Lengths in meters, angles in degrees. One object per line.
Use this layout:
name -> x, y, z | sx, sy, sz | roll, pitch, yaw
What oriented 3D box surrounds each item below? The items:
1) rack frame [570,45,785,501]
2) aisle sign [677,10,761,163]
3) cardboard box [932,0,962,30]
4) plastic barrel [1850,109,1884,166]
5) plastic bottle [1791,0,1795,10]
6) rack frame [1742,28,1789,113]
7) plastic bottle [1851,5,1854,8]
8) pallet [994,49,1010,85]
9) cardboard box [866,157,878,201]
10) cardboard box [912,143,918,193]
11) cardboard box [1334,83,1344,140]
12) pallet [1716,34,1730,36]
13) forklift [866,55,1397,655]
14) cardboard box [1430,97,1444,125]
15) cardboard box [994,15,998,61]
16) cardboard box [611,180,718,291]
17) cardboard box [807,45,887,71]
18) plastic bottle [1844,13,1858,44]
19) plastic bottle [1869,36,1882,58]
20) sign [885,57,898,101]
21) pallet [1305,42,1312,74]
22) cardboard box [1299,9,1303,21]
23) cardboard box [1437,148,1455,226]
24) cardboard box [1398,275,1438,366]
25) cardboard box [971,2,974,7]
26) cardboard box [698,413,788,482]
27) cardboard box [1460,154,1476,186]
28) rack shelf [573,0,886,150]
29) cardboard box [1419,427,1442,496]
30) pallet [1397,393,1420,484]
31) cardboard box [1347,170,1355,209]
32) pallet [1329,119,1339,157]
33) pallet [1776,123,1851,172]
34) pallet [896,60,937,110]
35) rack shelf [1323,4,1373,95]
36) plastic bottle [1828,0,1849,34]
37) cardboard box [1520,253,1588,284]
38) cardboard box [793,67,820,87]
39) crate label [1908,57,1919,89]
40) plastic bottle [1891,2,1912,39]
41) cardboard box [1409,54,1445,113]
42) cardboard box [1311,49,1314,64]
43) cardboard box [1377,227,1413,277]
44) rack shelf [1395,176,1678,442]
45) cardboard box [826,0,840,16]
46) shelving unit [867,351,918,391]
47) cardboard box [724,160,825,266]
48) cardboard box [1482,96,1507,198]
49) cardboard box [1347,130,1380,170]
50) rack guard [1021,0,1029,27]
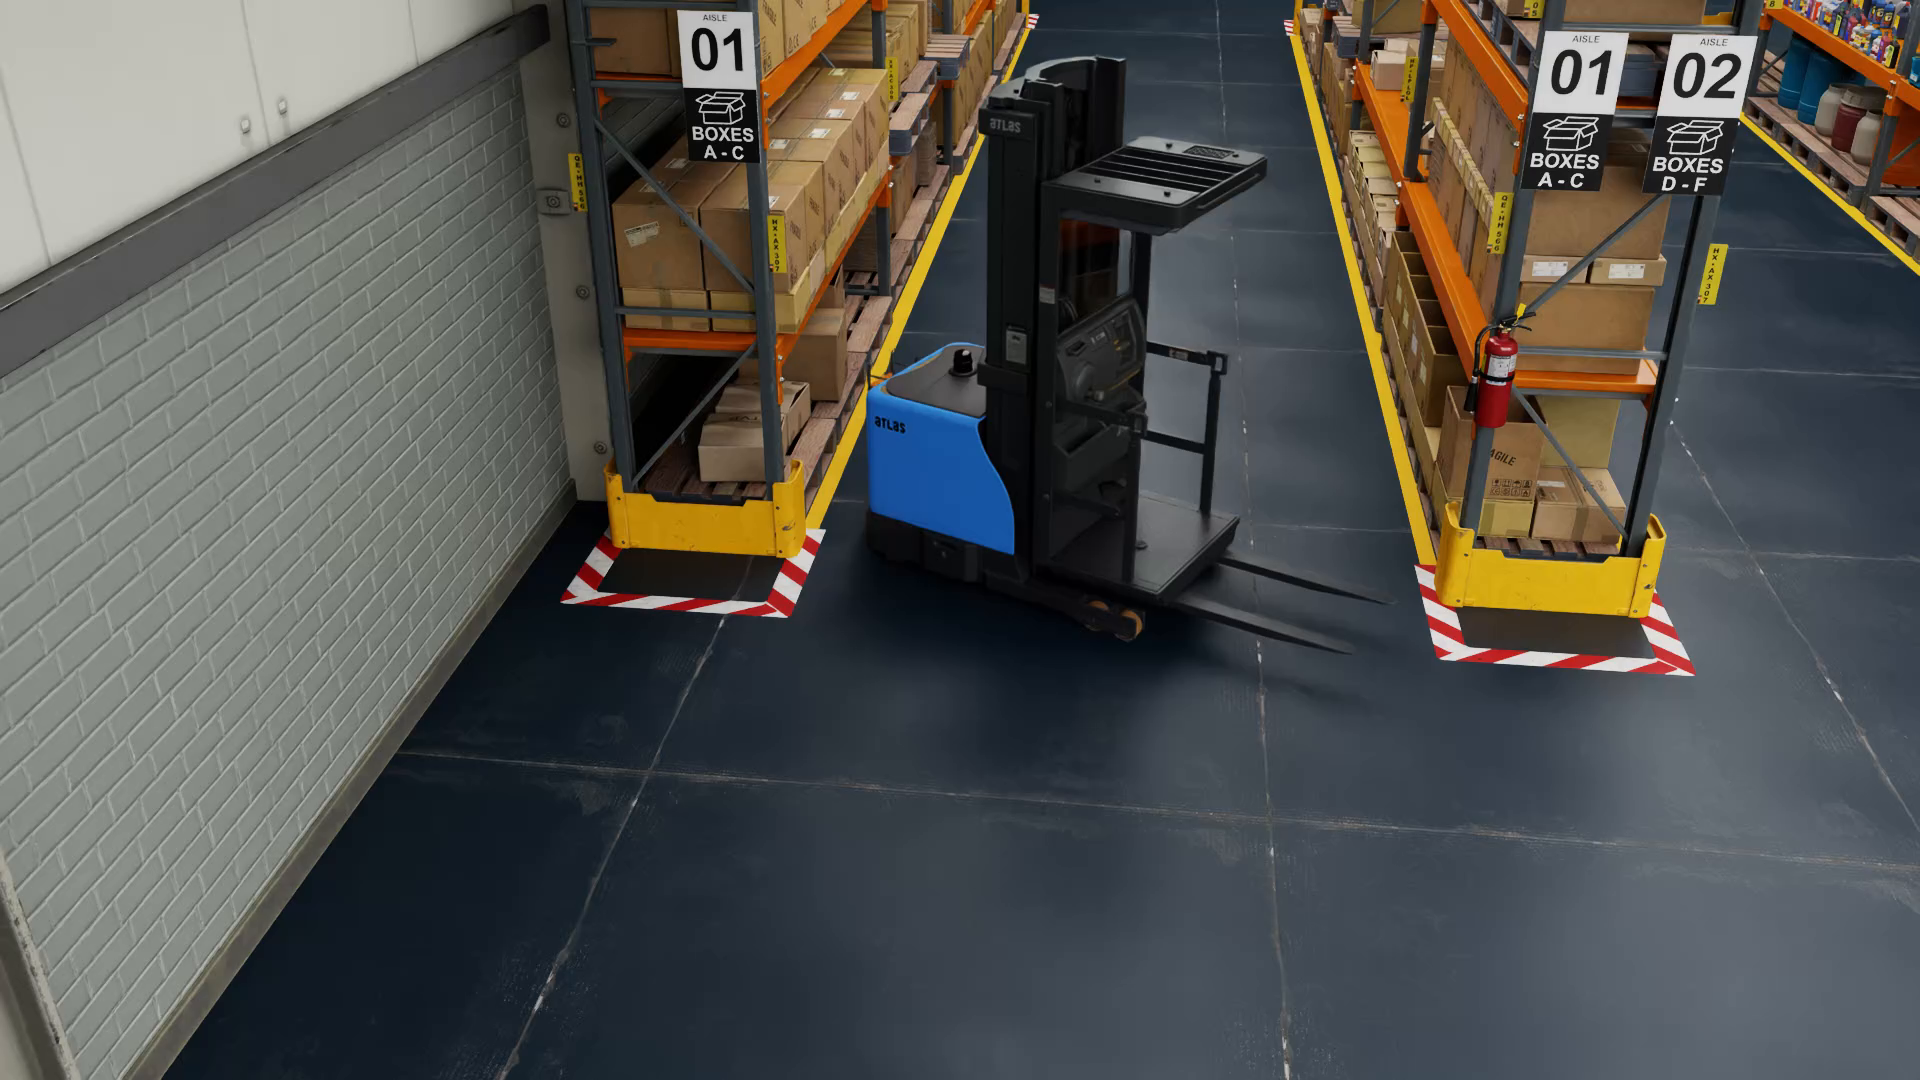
rack frame -> -1.555, -1.288, 9.478 | 1.000, 3.000, 0.127 | 3, 28, 6
aisle sign -> -1.266, -2.381, 8.766 | 0.394, 0.787, 0.004 | 3, 28, 6
cardboard box -> -0.261, -5.451, 16.766 | 0.500, 0.500, 0.500 | 4, 29, 8
plastic barrel -> 9.281, -4.070, 16.822 | 0.421, 0.512, 0.421 | 0, 28, 0
plastic bottle -> 9.255, -5.992, 18.346 | 0.097, 0.271, 0.097 | 0, 28, 0
rack frame -> 9.748, -6.361, 18.894 | 1.000, 3.000, 0.127 | 3, 28, 6
plastic bottle -> 9.249, -5.410, 17.265 | 0.097, 0.271, 0.097 | 0, 28, 0
pallet -> 0.086, -6.062, 21.280 | 1.003, 0.211, 1.213 | 3, 28, 6
cardboard box -> -0.892, -2.639, 12.123 | 0.500, 0.250, 0.500 | 3, 29, 6
cardboard box -> -0.790, -3.569, 15.884 | 0.700, 0.500, 0.500 | 3, 28, 6
cardboard box -> 4.287, -4.558, 17.720 | 0.500, 0.500, 0.500 | 2, 28, 4
pallet -> 10.098, -6.630, 22.334 | 1.003, 0.211, 1.213 | 3, 28, 6
forklift -> 0.956, -1.020, 9.052 | 3.031, 2.935, 1.130 | 17, 33, 28
cardboard box -> 3.627, -3.099, 12.050 | 0.380, 0.149, 0.250 | 3, 28, 6
cardboard box -> 0.108, -6.367, 21.098 | 0.700, 0.500, 0.500 | 4, 29, 7
cardboard box -> -1.708, -1.795, 9.766 | 0.500, 0.500, 0.500 | 3, 28, 6
cardboard box -> -0.969, -3.646, 13.286 | 0.700, 0.500, 0.500 | 3, 29, 6
plastic bottle -> 9.024, -5.180, 16.825 | 0.061, 0.283, 0.133 | 3, 28, 6
plastic bottle -> 8.956, -4.813, 16.231 | 0.097, 0.201, 0.097 | 0, 28, 0
sign -> -0.526, -3.524, 12.716 | 0.100, 0.325, 0.005 | 3, 28, 6
pallet -> 5.064, -6.322, 21.762 | 1.003, 0.211, 1.213 | 3, 28, 6
cardboard box -> 4.930, -7.295, 23.170 | 0.380, 0.149, 0.250 | 3, 28, 6
cardboard box -> 3.745, -2.471, 11.568 | 0.700, 0.500, 0.500 | 3, 28, 6
cardboard box -> 3.362, -1.518, 11.571 | 0.500, 0.500, 0.500 | 3, 28, 6
cardboard box -> -0.045, -6.064, 18.586 | 0.380, 0.149, 0.250 | 3, 28, 5
cardboard box -> -1.381, -0.618, 10.606 | 0.500, 0.311, 0.500 | 0, 28, 0
cardboard box -> 3.440, -2.370, 10.696 | 0.380, 0.149, 0.250 | 3, 28, 6
rack shelf -> -1.310, -3.233, 10.685 | 1.077, 0.370, 4.000 | 3, 28, 6
cardboard box -> 3.183, -0.482, 10.438 | 0.500, 0.250, 0.500 | 3, 28, 6
pallet -> 3.566, -0.709, 11.344 | 1.003, 0.211, 1.213 | 3, 28, 6
cardboard box -> 3.925, -3.276, 15.624 | 0.500, 0.250, 0.500 | 3, 28, 5
pallet -> 4.623, -4.462, 18.309 | 1.003, 0.211, 1.213 | 3, 28, 6
pallet -> 9.465, -4.196, 17.817 | 1.003, 0.211, 1.213 | 3, 28, 6
pallet -> -0.777, -4.035, 14.779 | 1.003, 0.211, 1.213 | 3, 28, 6
rack shelf -> 4.587, -5.392, 17.855 | 1.077, 0.370, 4.000 | 3, 28, 6
plastic bottle -> 9.123, -5.432, 17.221 | 0.144, 0.351, 0.185 | 3, 28, 6
cardboard box -> 3.219, -1.522, 9.124 | 0.380, 0.149, 0.250 | 3, 28, 5
cardboard box -> -1.330, -3.235, 12.438 | 0.500, 0.500, 0.500 | 3, 28, 5
crate label -> 8.834, -4.228, 15.111 | 0.303, 0.233, 0.416 | 3, 28, 6
plastic bottle -> 9.657, -5.314, 17.004 | 0.144, 0.351, 0.185 | 3, 28, 6
cardboard box -> 4.088, -3.773, 13.985 | 0.500, 0.500, 0.500 | 3, 28, 6
cardboard box -> 4.607, -6.054, 20.866 | 0.380, 0.149, 0.250 | 3, 28, 6
cardboard box -> 3.617, -2.313, 13.246 | 0.500, 0.311, 0.500 | 3, 28, 6
rack shelf -> 3.607, -1.626, 10.865 | 1.077, 0.370, 4.000 | 3, 28, 6
cardboard box -> -1.061, -3.553, 10.393 | 0.500, 0.500, 0.500 | 5, 29, 9
shelving unit -> -0.407, -0.623, 10.299 | 0.215, 1.050, 0.252 | 17, 33, 28
cardboard box -> -1.128, -2.000, 10.146 | 0.500, 0.500, 0.500 | 3, 29, 6
cardboard box -> 3.558, -2.346, 9.969 | 0.700, 0.500, 0.500 | 3, 29, 6
cardboard box -> 3.986, -3.759, 15.930 | 0.500, 0.311, 0.500 | 4, 29, 8
rack guard -> 0.408, -7.730, 24.071 | 1.175, 0.500, 0.348 | 3, 28, 6
